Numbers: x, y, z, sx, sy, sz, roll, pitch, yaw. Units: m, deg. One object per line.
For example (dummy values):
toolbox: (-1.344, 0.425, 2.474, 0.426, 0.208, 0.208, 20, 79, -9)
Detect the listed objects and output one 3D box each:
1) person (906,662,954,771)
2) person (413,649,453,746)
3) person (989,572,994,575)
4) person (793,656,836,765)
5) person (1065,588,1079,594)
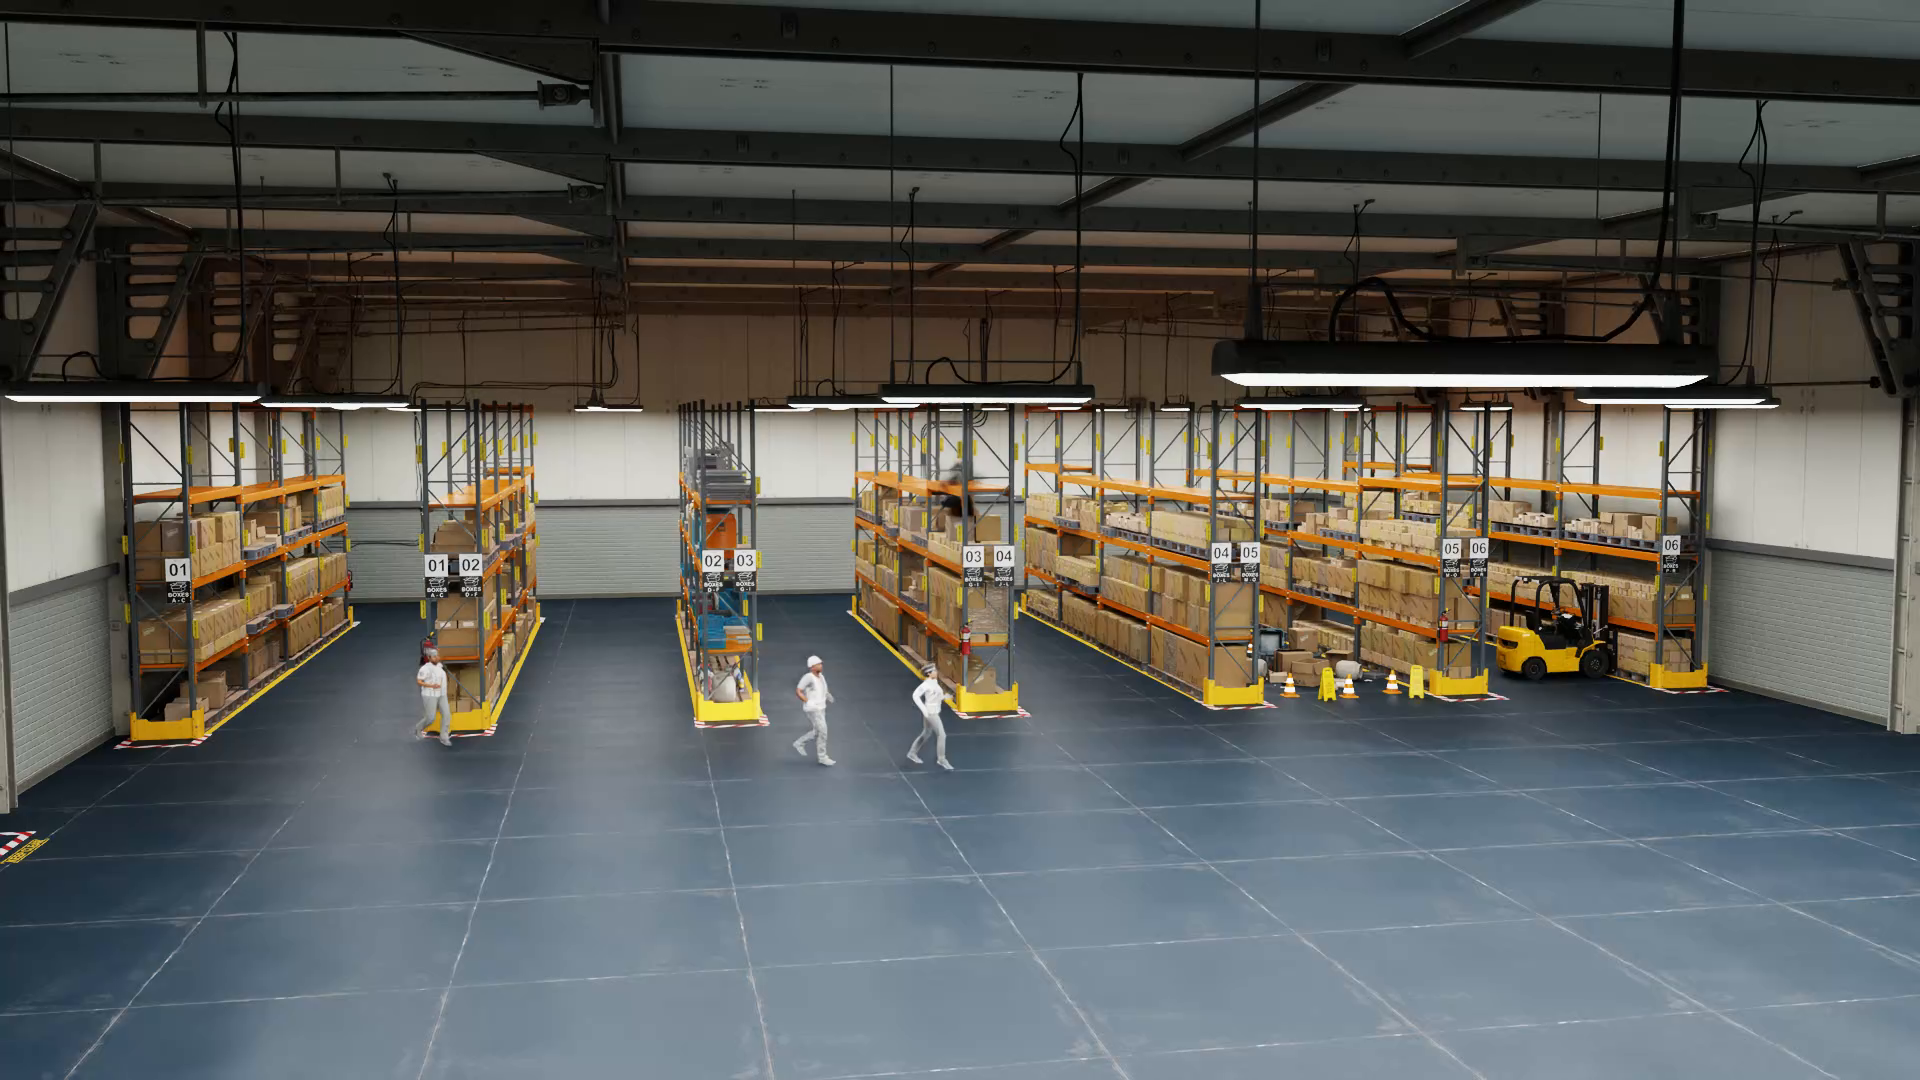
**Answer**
person: (-0.483, 2.841, 26.867, 0.808, 1.741, 0.587, 1, 4, 9)
person: (-9.134, 2.744, 28.849, 0.716, 1.680, 0.608, 3, 5, 31)
person: (0.701, 1.283, 48.962, 0.716, 1.497, 0.631, 1, 4, 9)
person: (-2.411, 2.782, 27.263, 0.797, 1.772, 0.687, 1, 5, 18)
person: (3.311, 1.139, 49.526, 0.714, 1.680, 0.929, -4, 6, -42)
